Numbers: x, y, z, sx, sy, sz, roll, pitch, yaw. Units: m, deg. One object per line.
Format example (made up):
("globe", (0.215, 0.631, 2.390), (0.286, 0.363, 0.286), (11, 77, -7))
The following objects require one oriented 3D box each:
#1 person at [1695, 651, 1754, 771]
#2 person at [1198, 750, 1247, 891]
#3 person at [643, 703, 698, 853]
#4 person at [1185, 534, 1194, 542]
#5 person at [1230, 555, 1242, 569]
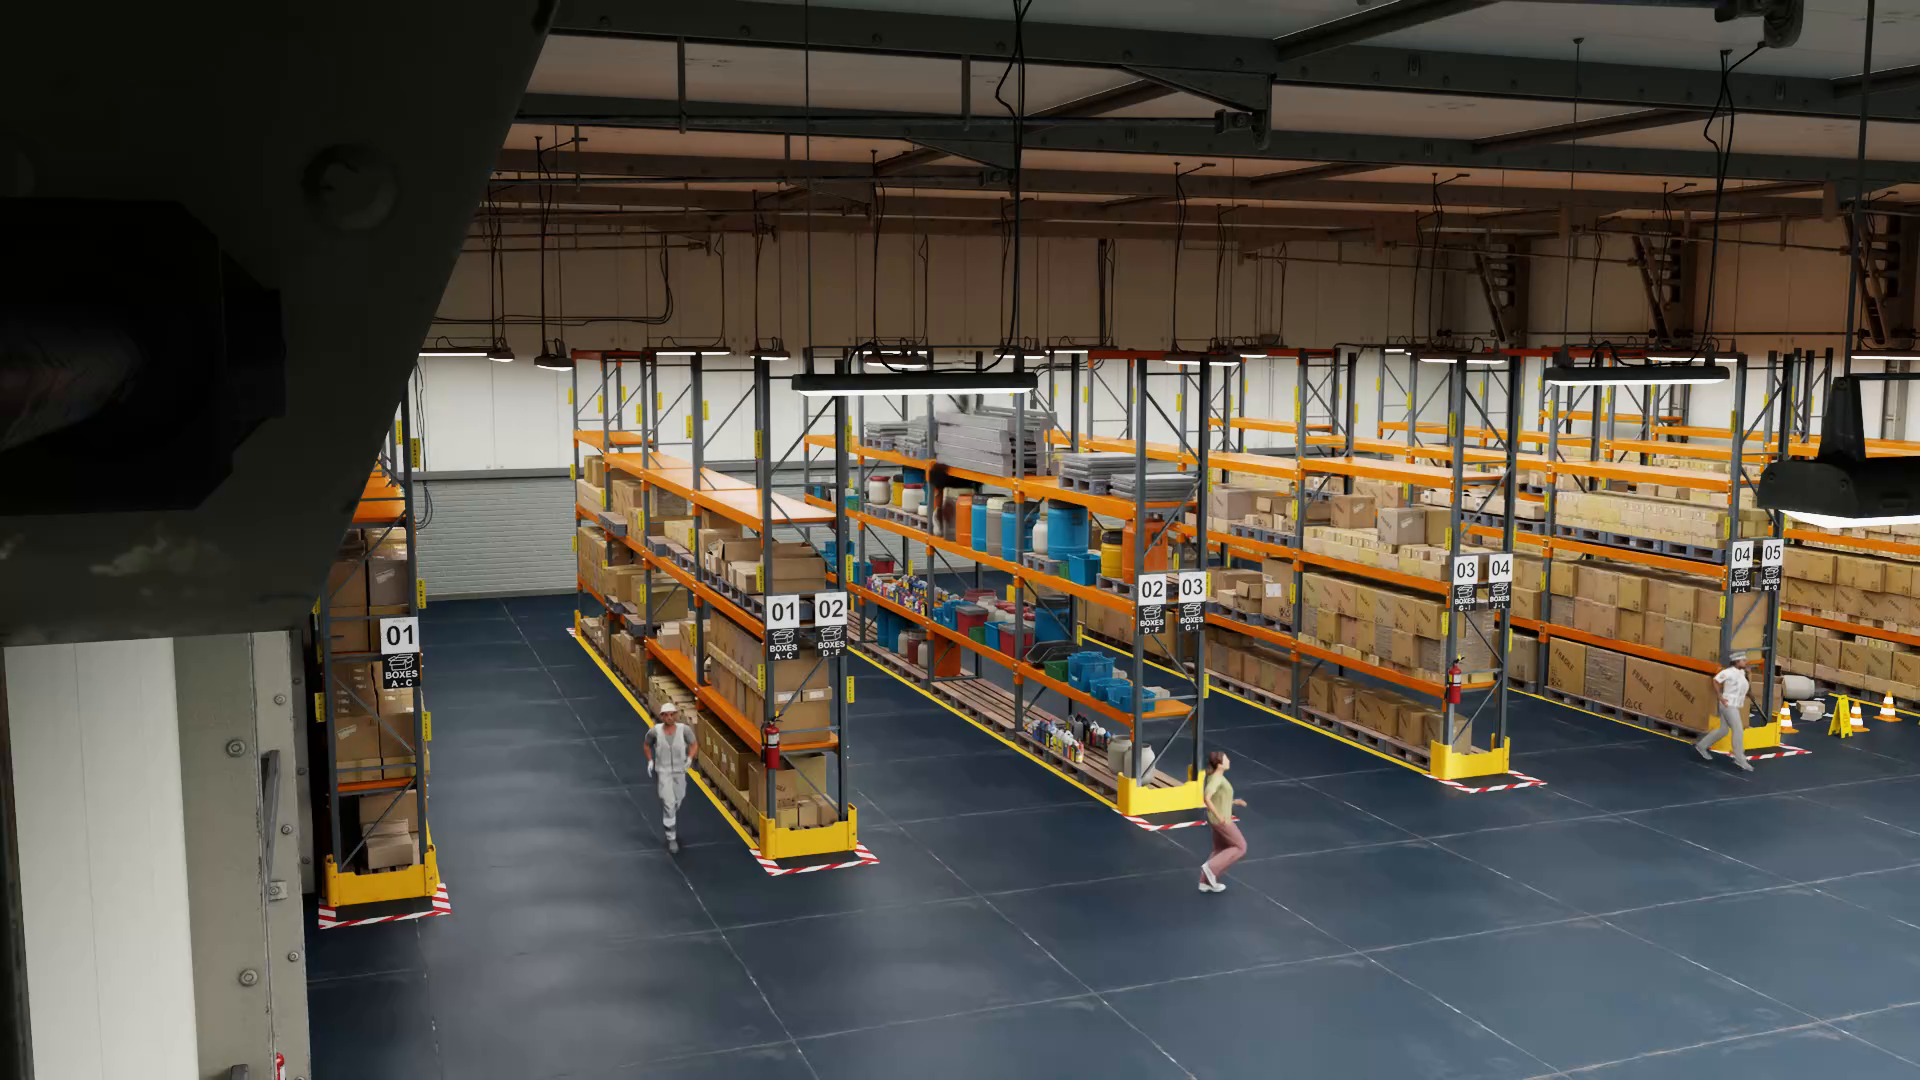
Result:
("person", (11.355, 2.463, 24.485), (0.900, 1.682, 0.592), (7, 10, 45))
("person", (2.986, 3.182, 18.843), (0.543, 1.626, 0.565), (0, 7, -2))
("person", (-3.586, 2.886, 20.663), (0.652, 1.814, 0.861), (-2, 7, -19))
("person", (5.184, 0.709, 38.267), (0.698, 1.804, 0.734), (-2, 7, -13))
("person", (6.906, 0.323, 41.653), (0.615, 1.759, 0.669), (5, 9, 36))
